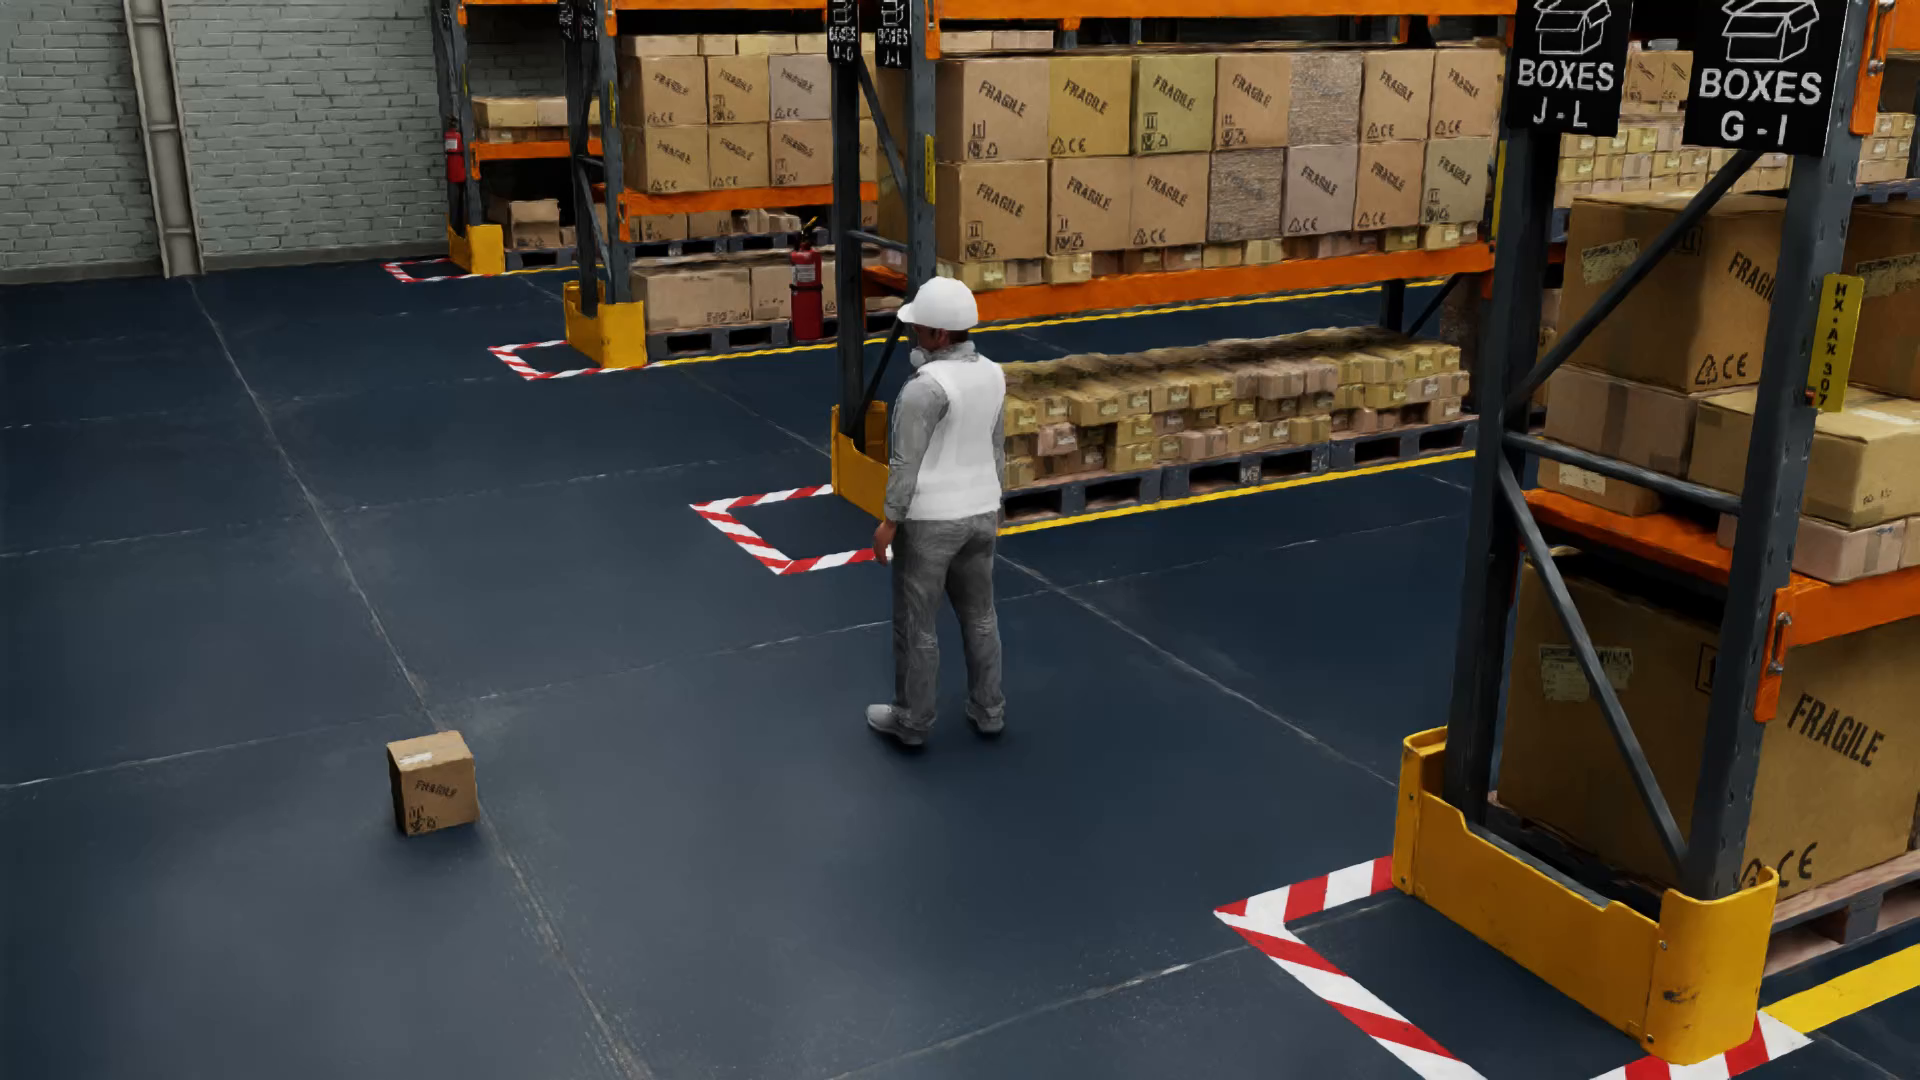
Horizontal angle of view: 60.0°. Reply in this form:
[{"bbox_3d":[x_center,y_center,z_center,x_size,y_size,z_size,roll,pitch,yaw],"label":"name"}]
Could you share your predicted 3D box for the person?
[{"bbox_3d":[-0.087,-0.104,6.244,0.470,1.781,0.587,16,24,39],"label":"person"}]
